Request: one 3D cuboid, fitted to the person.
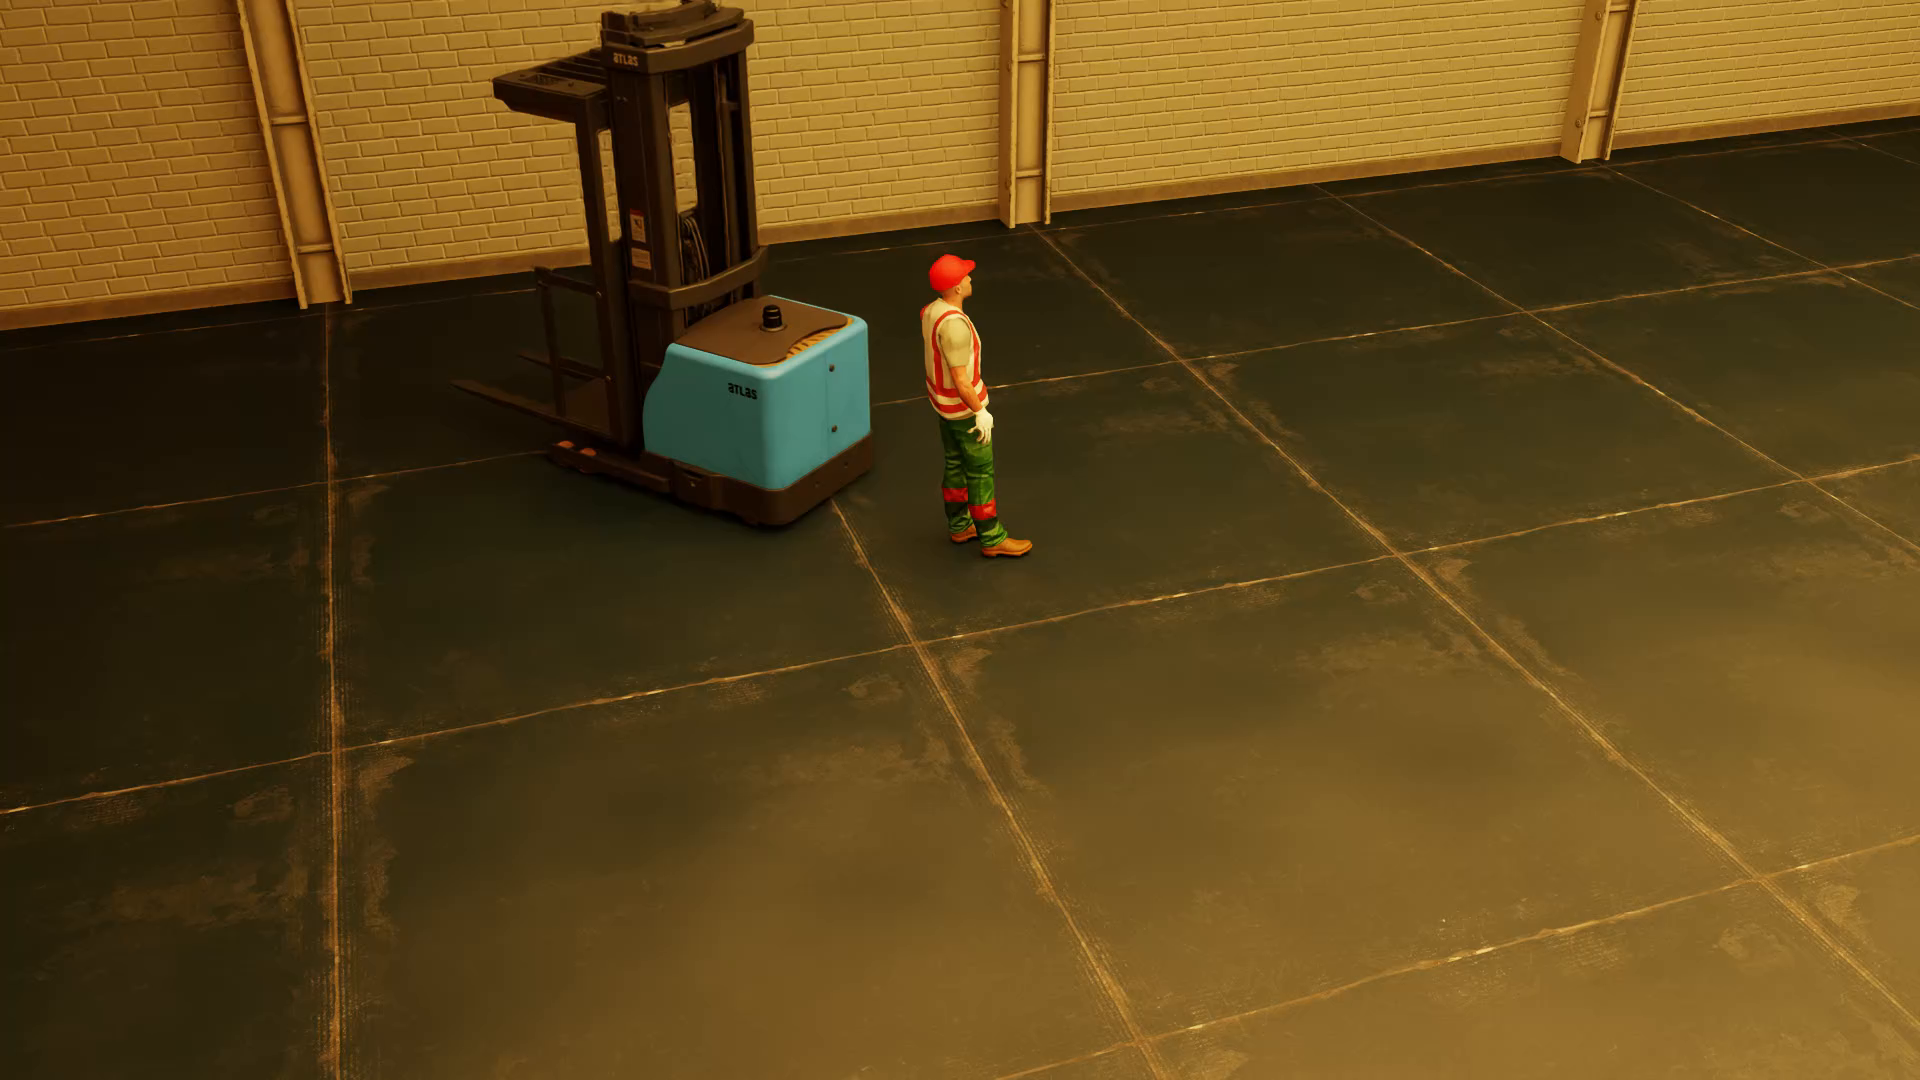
[{"bbox_3d":[0.079,-0.789,9.589,0.564,1.787,0.638,-10,31,-16],"label":"person"}]

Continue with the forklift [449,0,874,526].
[{"bbox_3d":[-2.072,-1.901,10.391,3.031,2.935,1.130,18,34,28],"label":"forklift"}]
